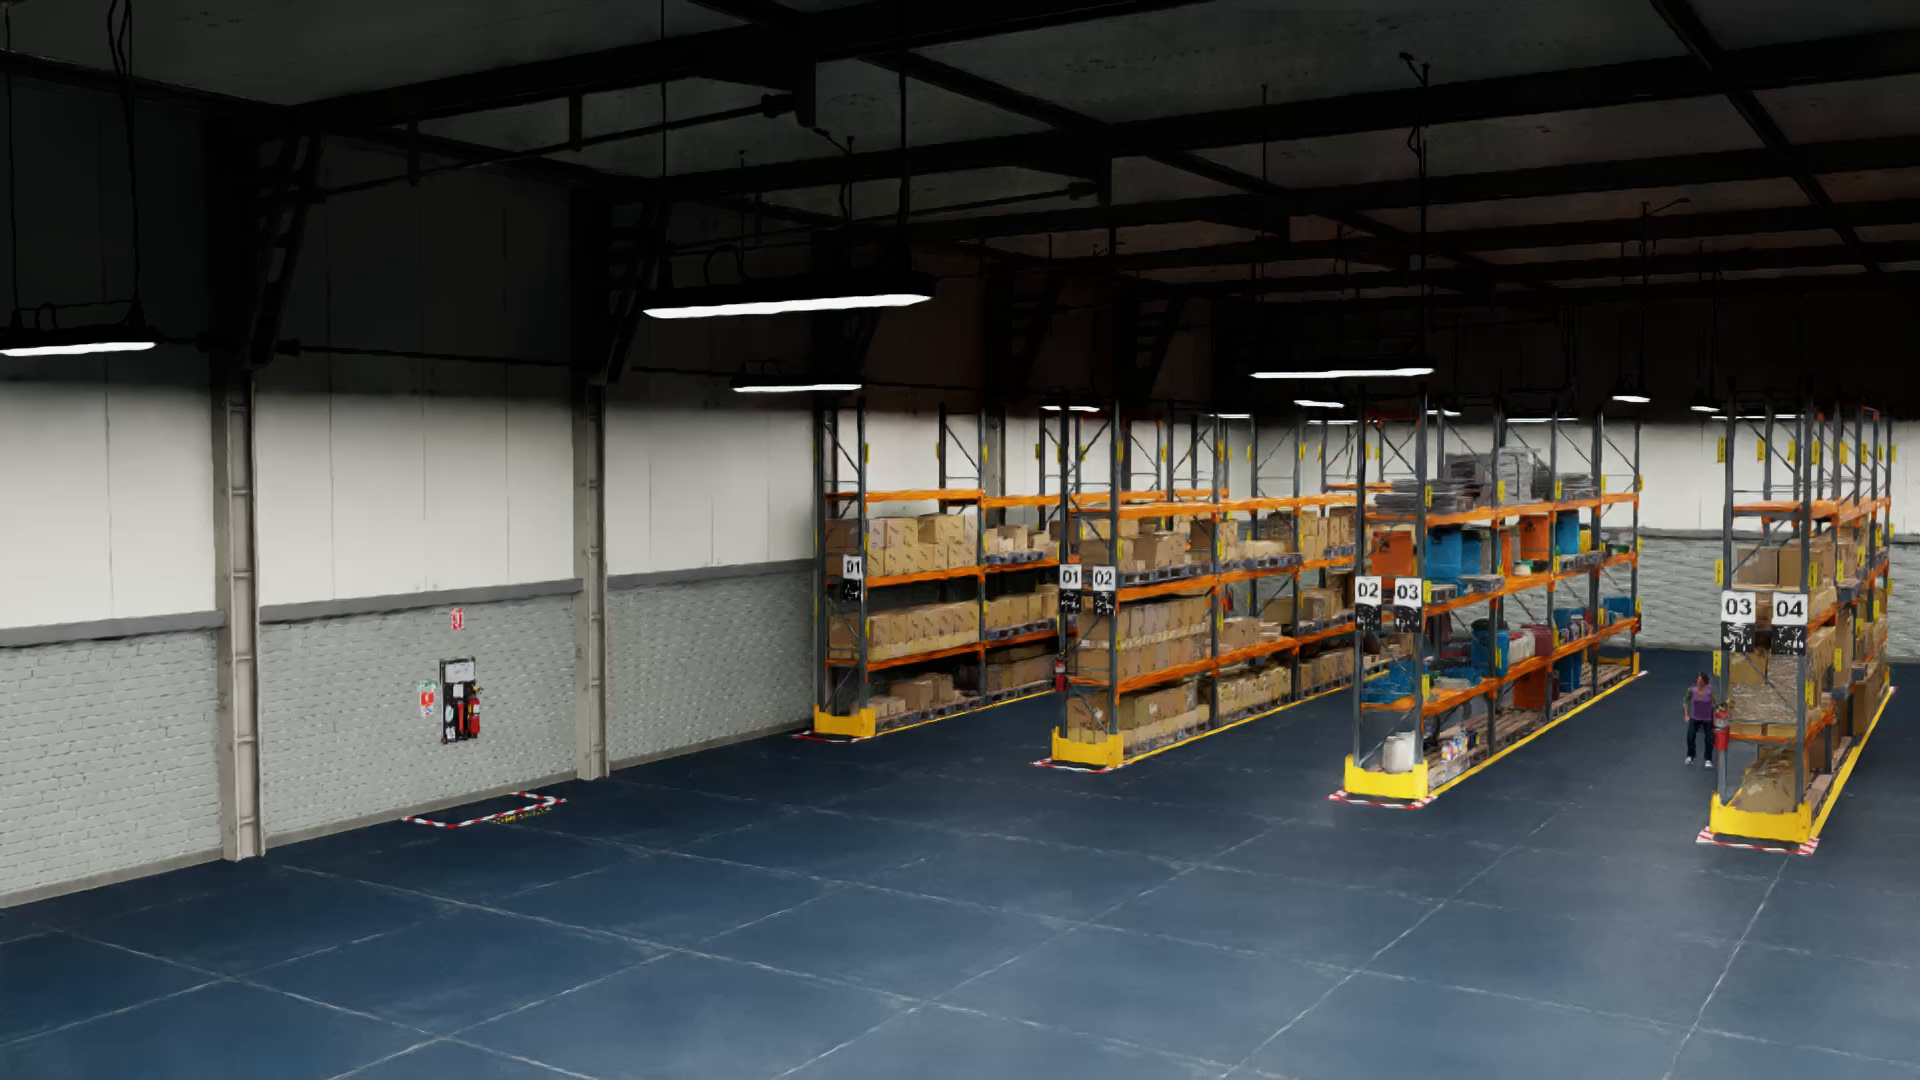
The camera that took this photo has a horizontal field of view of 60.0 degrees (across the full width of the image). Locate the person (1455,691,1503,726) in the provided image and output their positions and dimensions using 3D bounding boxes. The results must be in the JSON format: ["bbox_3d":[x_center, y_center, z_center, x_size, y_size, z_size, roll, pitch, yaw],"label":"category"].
[{"bbox_3d":[9.483,2.607,30.247,0.949,1.602,0.507,-2,4,-36],"label":"person"}]

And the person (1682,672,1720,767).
[{"bbox_3d":[11.804,2.847,26.483,0.566,1.541,0.519,2,3,31],"label":"person"}]

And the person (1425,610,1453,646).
[{"bbox_3d":[10.967,2.130,38.195,0.598,1.698,1.193,2,4,35],"label":"person"}]
